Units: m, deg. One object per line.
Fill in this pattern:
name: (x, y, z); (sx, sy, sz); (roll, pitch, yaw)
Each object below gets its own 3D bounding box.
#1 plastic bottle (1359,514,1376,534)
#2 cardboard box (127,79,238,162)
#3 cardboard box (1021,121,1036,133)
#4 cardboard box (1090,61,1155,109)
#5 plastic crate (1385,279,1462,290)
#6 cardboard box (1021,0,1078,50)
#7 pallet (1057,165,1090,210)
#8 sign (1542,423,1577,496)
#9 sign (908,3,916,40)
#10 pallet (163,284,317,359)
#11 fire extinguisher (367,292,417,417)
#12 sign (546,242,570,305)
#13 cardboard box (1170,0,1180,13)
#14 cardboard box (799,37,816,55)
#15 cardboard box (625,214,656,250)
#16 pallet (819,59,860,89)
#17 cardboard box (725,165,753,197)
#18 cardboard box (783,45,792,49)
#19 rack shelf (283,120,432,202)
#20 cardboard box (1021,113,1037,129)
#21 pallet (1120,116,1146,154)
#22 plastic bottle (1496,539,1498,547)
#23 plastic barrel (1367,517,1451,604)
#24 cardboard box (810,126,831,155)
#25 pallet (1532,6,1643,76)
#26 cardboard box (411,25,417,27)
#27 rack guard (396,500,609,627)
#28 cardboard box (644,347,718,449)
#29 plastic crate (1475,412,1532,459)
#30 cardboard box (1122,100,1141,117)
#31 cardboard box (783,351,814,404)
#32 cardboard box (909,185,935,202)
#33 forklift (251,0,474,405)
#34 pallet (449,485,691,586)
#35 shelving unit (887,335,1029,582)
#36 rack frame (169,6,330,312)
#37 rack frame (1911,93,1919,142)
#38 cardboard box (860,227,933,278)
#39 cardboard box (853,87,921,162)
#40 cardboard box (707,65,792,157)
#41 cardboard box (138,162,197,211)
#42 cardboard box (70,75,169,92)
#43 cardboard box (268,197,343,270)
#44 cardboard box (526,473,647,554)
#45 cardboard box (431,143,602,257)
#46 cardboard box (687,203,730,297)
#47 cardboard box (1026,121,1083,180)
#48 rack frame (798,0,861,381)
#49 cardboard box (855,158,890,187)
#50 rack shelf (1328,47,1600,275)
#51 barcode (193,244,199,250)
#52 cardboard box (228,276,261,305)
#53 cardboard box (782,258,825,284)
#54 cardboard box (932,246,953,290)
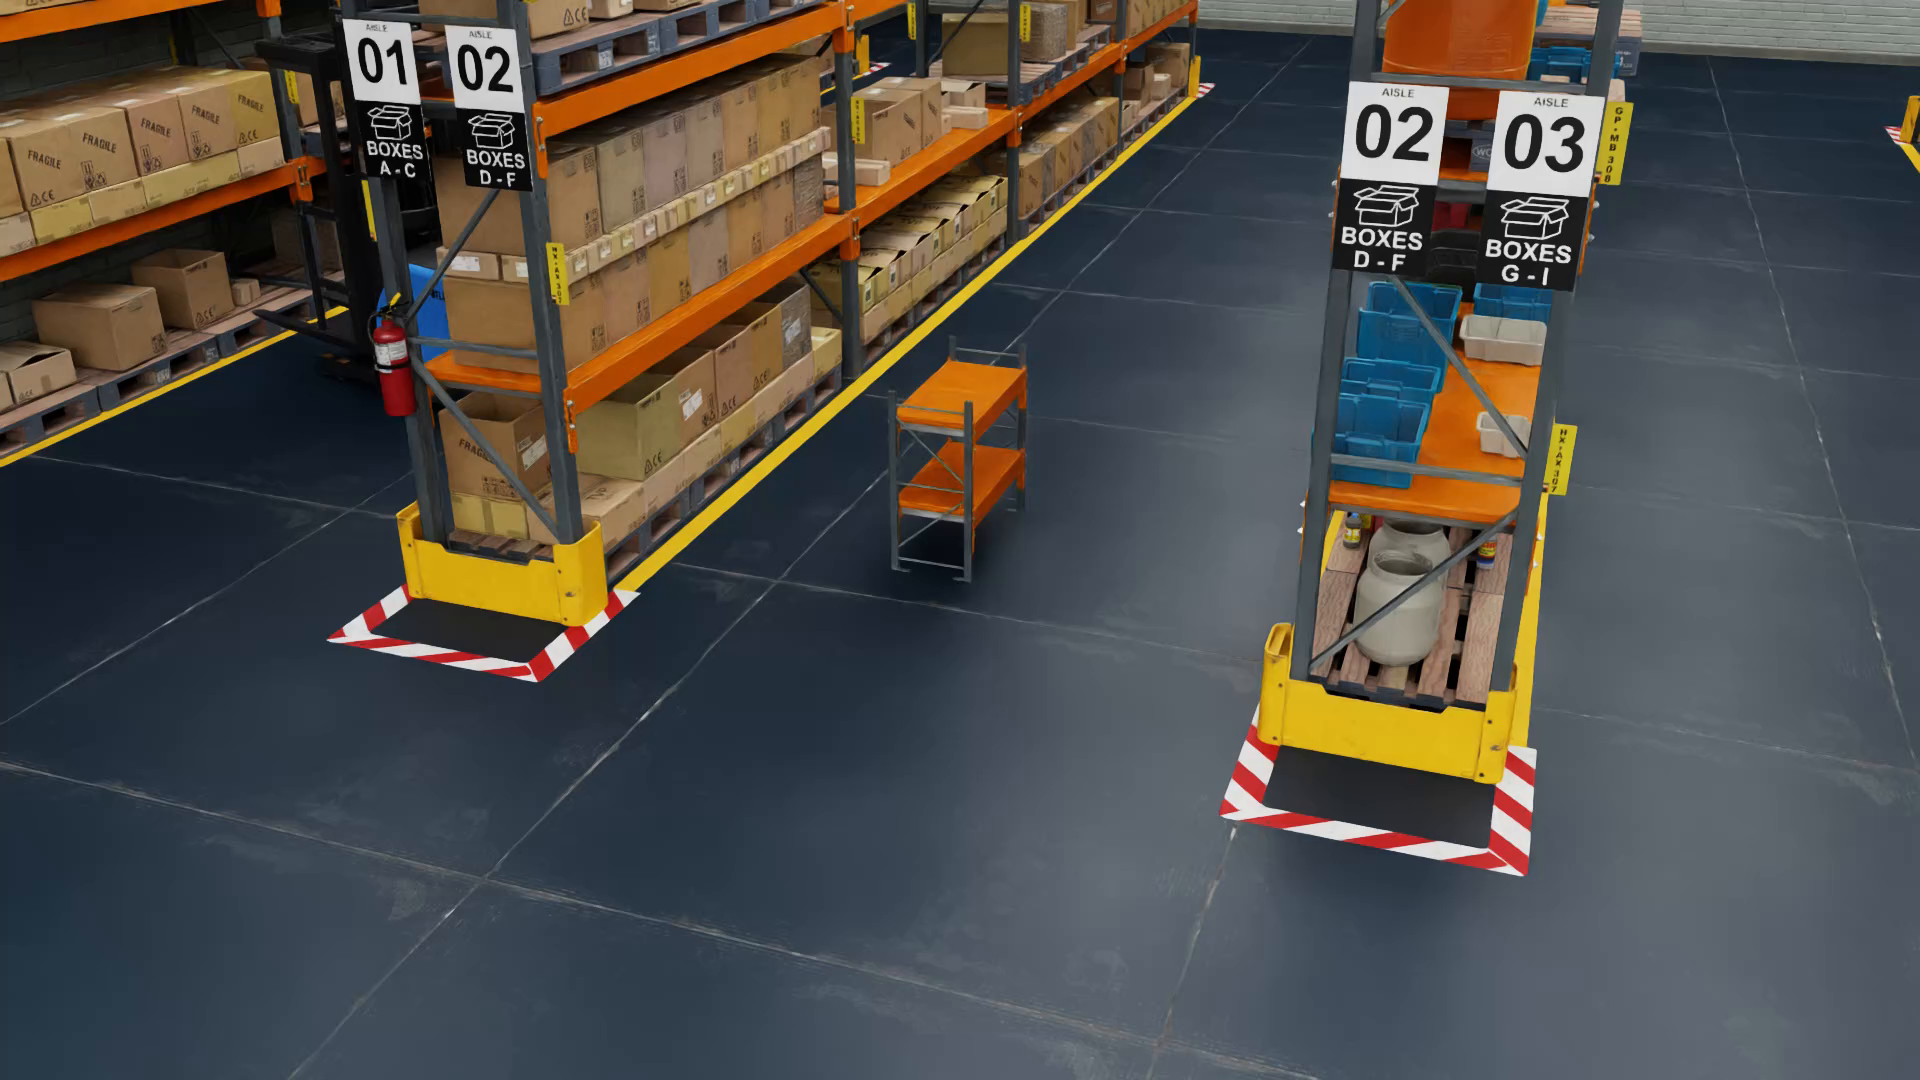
plastic bottle: (2.389, -0.195, 9.832); (0.152, 0.276, 0.135); (9, 27, 18)
cardboard box: (-5.957, -3.220, 12.746); (0.500, 0.500, 0.500); (9, 27, 17)
cardboard box: (0.505, -4.233, 17.914); (0.500, 0.500, 0.500); (8, 27, 15)
cardboard box: (2.025, -5.804, 21.154); (0.797, 0.503, 0.637); (9, 27, 17)
plastic crate: (2.694, -1.337, 9.812); (0.450, 0.188, 0.662); (9, 27, 17)
cardboard box: (0.875, -5.455, 17.479); (0.700, 0.500, 0.500); (2, 26, 4)
pallet: (0.765, -3.858, 17.977); (1.003, 0.211, 1.213); (9, 27, 17)
sign: (2.599, -0.348, 7.209); (0.100, 0.325, 0.005); (9, 27, 17)
sign: (-0.441, -4.873, 15.634); (0.100, 0.325, 0.005); (9, 27, 17)
pallet: (-6.120, -1.849, 13.827); (1.003, 0.211, 1.213); (9, 27, 17)
fire extinguisher: (-3.066, -1.009, 8.980); (0.296, 0.674, 0.183); (9, 27, 17)
sign: (-2.067, -1.367, 8.548); (0.100, 0.325, 0.005); (9, 27, 17)
cardboard box: (2.503, -7.004, 21.158); (0.500, 0.500, 0.500); (9, 27, 18)
cardboard box: (-2.409, -6.666, 22.963); (0.700, 0.500, 0.500); (8, 27, 16)
cardboard box: (-1.999, -1.807, 9.680); (0.380, 0.149, 0.250); (8, 27, 17)
pallet: (-2.129, -6.722, 23.891); (1.003, 0.211, 1.213); (9, 27, 17)
cardboard box: (-1.570, -2.341, 10.784); (0.380, 0.149, 0.250); (10, 27, 19)
cardboard box: (-2.463, -6.650, 22.185); (0.380, 0.149, 0.250); (8, 27, 16)
rack shelf: (-5.265, -3.884, 15.655); (1.077, 0.370, 4.000); (9, 27, 17)
cardboard box: (0.515, -4.586, 17.783); (0.500, 0.250, 0.500); (8, 27, 16)
pallet: (1.634, -4.983, 20.300); (1.003, 0.211, 1.213); (9, 27, 17)
plastic bottle: (3.071, -0.071, 9.566); (0.061, 0.283, 0.133); (9, 27, 18)
plastic barrel: (2.395, 0.138, 8.896); (0.421, 0.512, 0.421); (0, 26, 0)
cardboard box: (-1.146, -2.863, 11.862); (0.380, 0.149, 0.250); (9, 27, 17)
pallet: (3.264, -2.903, 9.579); (1.213, 0.211, 1.003); (9, 27, 17)
cardboard box: (-5.140, -4.563, 15.612); (0.700, 0.500, 0.500); (9, 27, 17)
rack guard: (-2.597, 0.110, 9.449); (1.175, 0.500, 0.348); (9, 27, 17)
cardboard box: (-1.882, -0.915, 10.511); (0.500, 0.500, 0.500); (9, 27, 17)
plastic crate: (2.682, -0.508, 8.159); (0.298, 0.136, 0.250); (9, 27, 17)
cardboard box: (2.027, -5.377, 20.660); (0.380, 0.166, 0.250); (9, 27, 17)
cardboard box: (-1.381, -1.194, 11.947); (0.500, 0.250, 0.500); (9, 27, 17)
cardboard box: (-0.545, -3.127, 15.295); (0.500, 0.311, 0.500); (8, 27, 16)
forklift: (-4.381, -2.717, 12.499); (3.031, 2.935, 1.130); (18, 31, 32)
pallet: (-2.374, -0.090, 10.194); (1.003, 0.211, 1.213); (9, 27, 17)
shelving unit: (0.002, -0.509, 10.011); (0.538, 1.125, 1.048); (9, 27, 17)
rack frame: (-5.930, -3.386, 13.800); (1.000, 3.000, 0.127); (9, 27, 17)
rack frame: (12.076, -6.162, 19.535); (1.000, 3.000, 0.127); (9, 27, 17)
cardboard box: (-0.543, -2.424, 13.844); (0.500, 0.311, 0.500); (8, 27, 16)
cardboard box: (-0.645, -3.449, 13.817); (0.500, 0.500, 0.500); (9, 27, 18)
cardboard box: (-1.566, -2.907, 11.208); (0.700, 0.500, 0.500); (9, 27, 17)
cardboard box: (-6.128, -2.676, 12.484); (0.500, 0.250, 0.500); (9, 27, 17)
cardboard box: (-6.459, -3.290, 12.891); (0.500, 0.500, 0.500); (9, 27, 17)
cardboard box: (-5.701, -2.763, 14.879); (0.700, 0.500, 0.500); (10, 27, 19)
cardboard box: (-2.200, -0.165, 9.821); (0.500, 0.250, 0.500); (9, 27, 17)
cardboard box: (-2.404, -1.866, 9.058); (0.700, 0.500, 0.500); (9, 27, 18)
cardboard box: (-1.909, -1.897, 10.610); (0.700, 0.500, 0.500); (10, 27, 19)
cardboard box: (1.004, -4.168, 17.779); (0.500, 0.500, 0.500); (8, 27, 16)
rack frame: (-1.258, -2.669, 12.320); (1.000, 3.000, 0.127); (9, 27, 17)
cardboard box: (-0.770, -2.890, 13.065); (0.380, 0.149, 0.250); (9, 27, 17)
rack shelf: (2.747, -2.153, 8.639); (1.077, 0.370, 4.000); (9, 27, 17)
barcode: (-6.336, -2.415, 13.793); (0.001, 0.075, 0.075); (9, 27, 17)
cardboard box: (-6.080, -2.084, 13.859); (0.380, 0.166, 0.250); (5, 26, 11)
cardboard box: (-1.393, -2.081, 13.135); (0.500, 0.311, 0.500); (9, 27, 17)
cardboard box: (-0.378, -2.382, 14.401); (0.500, 0.250, 0.500); (9, 27, 18)
